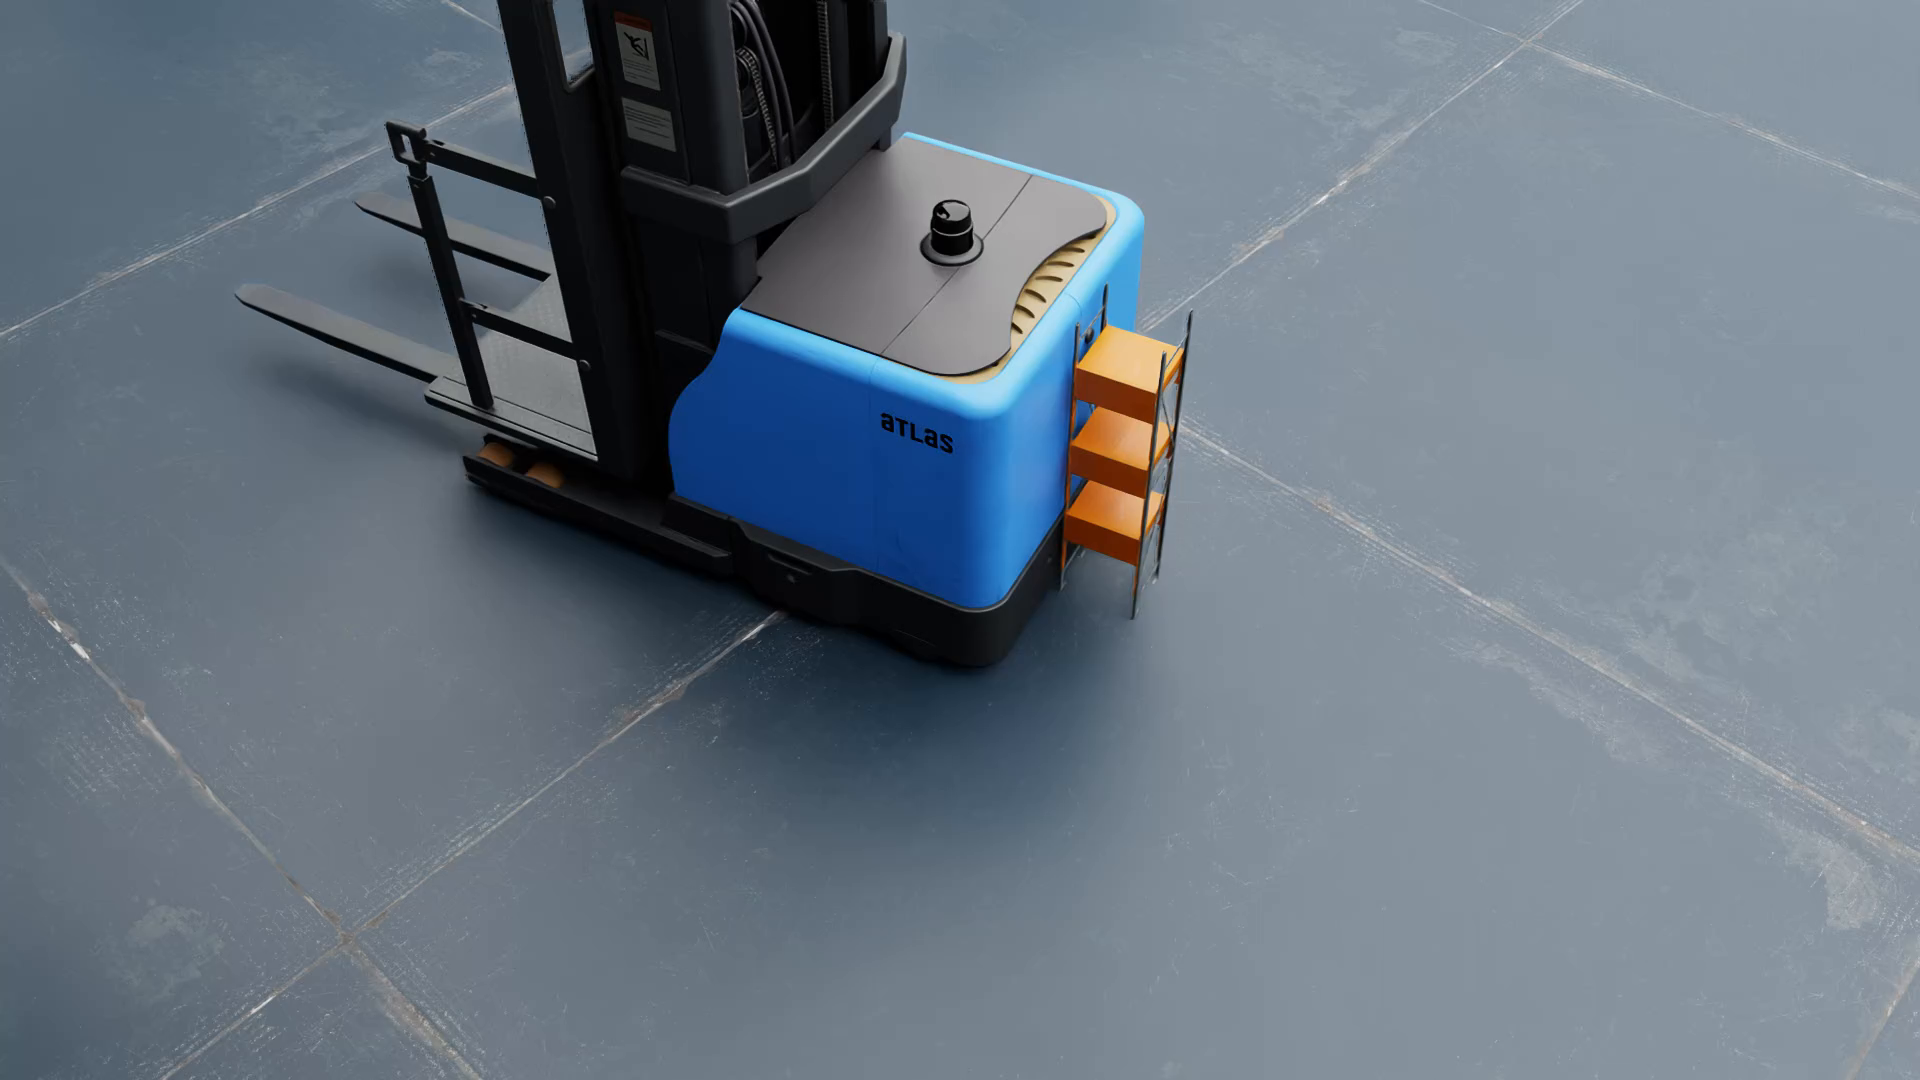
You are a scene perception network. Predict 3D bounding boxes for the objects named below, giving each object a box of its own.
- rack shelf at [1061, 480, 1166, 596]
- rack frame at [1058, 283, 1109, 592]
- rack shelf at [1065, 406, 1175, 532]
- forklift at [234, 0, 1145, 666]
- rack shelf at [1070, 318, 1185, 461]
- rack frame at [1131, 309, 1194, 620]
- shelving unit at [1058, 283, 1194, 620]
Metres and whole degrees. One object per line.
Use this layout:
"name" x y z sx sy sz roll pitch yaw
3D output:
"rack shelf" 0.459 -0.027 4.951 0.240 0.259 0.215 21 50 18
"rack frame" 0.350 -0.265 4.779 0.008 1.050 0.200 21 50 18
"rack shelf" 0.459 -0.217 4.748 0.240 0.259 0.215 21 50 18
"forklift" -1.013 -1.409 4.562 3.031 2.935 1.130 21 50 18
"rack shelf" 0.459 -0.411 4.541 0.240 0.259 0.215 21 50 18
"rack frame" 0.567 -0.183 4.702 0.008 1.050 0.200 21 50 18
"shelving unit" 0.459 -0.224 4.740 0.252 1.050 0.215 21 50 18
